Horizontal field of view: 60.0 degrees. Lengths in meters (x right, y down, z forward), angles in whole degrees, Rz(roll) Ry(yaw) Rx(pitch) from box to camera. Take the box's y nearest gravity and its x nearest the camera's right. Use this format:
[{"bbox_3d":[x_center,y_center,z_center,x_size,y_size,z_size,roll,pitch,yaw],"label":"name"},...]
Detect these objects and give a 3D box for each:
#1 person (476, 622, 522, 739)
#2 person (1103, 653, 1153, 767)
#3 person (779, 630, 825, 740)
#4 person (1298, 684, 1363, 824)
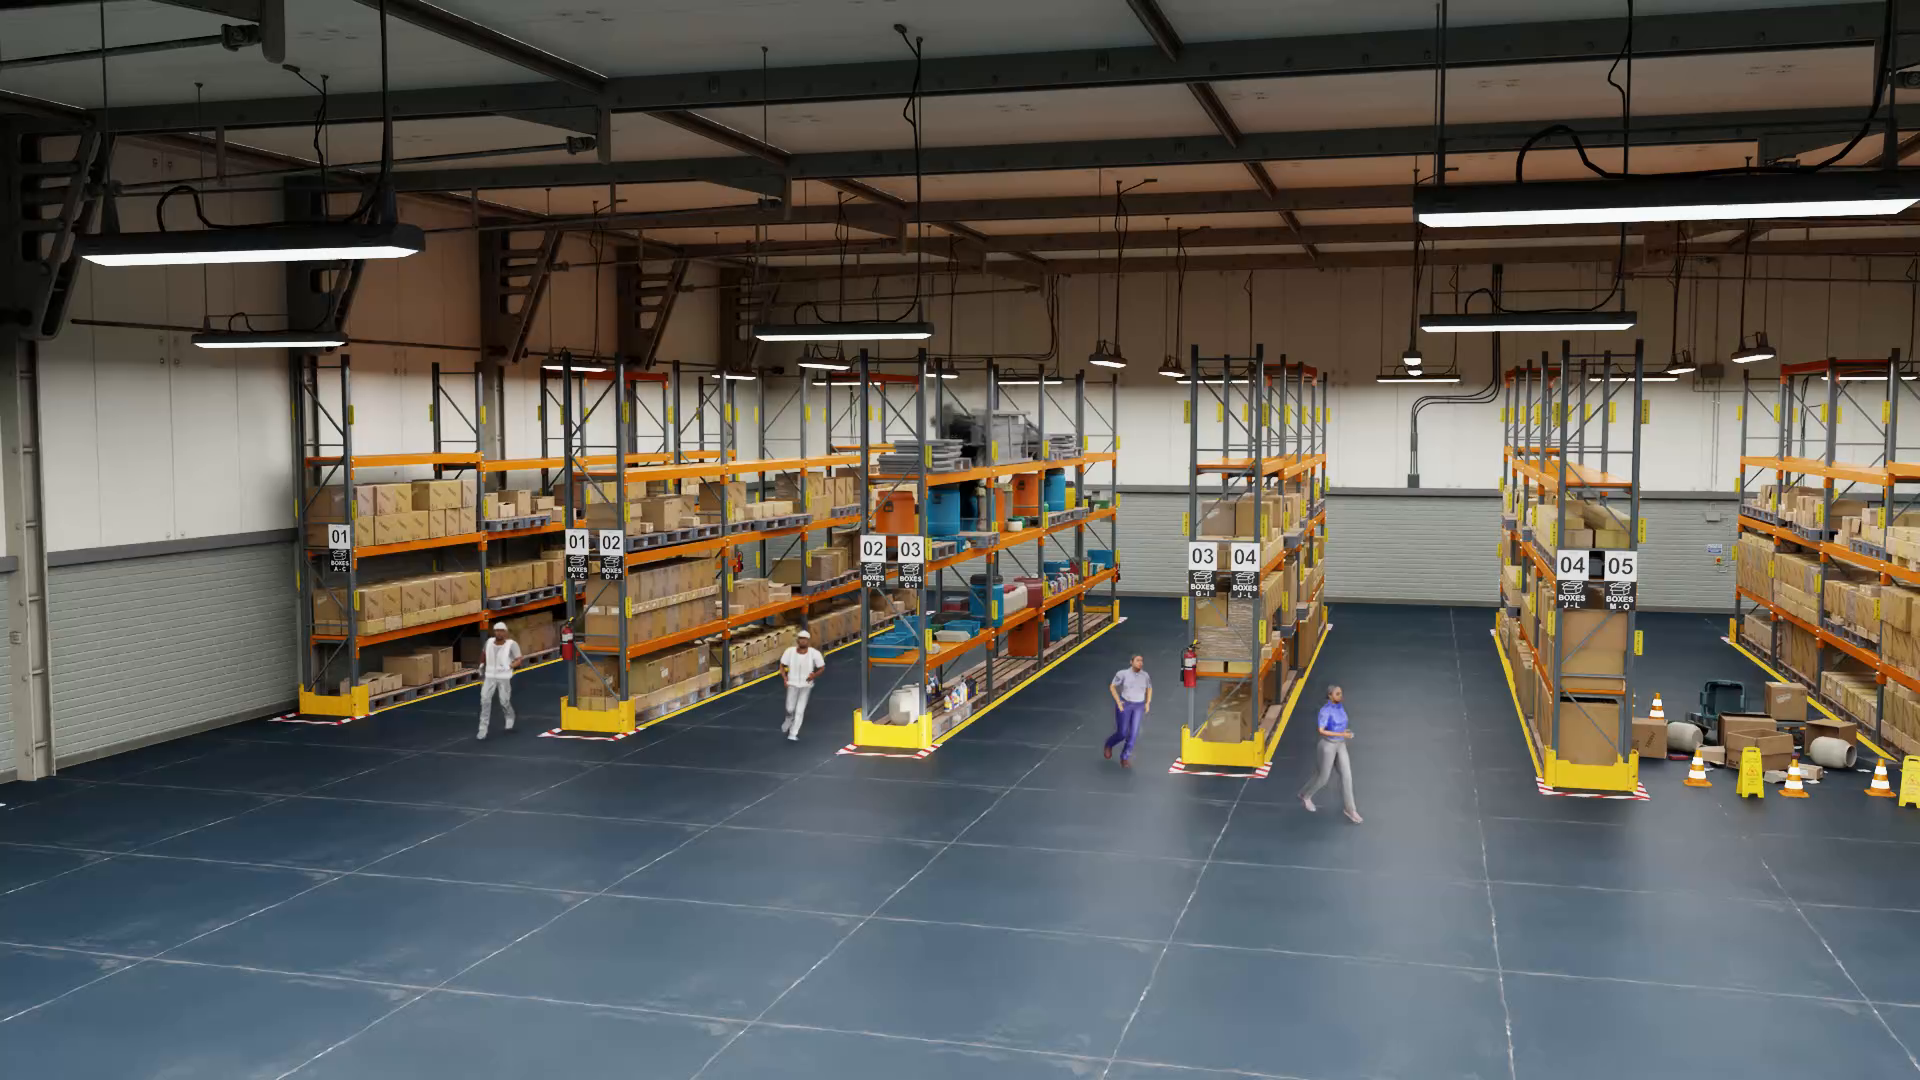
[{"bbox_3d":[-7.224,2.163,26.023,0.712,1.758,0.967,0,4,4],"label":"person"},{"bbox_3d":[2.450,2.423,23.873,0.672,1.585,0.580,-1,4,-16],"label":"person"},{"bbox_3d":[-2.439,2.240,25.689,0.716,1.700,0.537,0,4,-3],"label":"person"},{"bbox_3d":[4.591,2.620,20.595,0.593,1.679,0.900,-4,6,-40],"label":"person"}]
